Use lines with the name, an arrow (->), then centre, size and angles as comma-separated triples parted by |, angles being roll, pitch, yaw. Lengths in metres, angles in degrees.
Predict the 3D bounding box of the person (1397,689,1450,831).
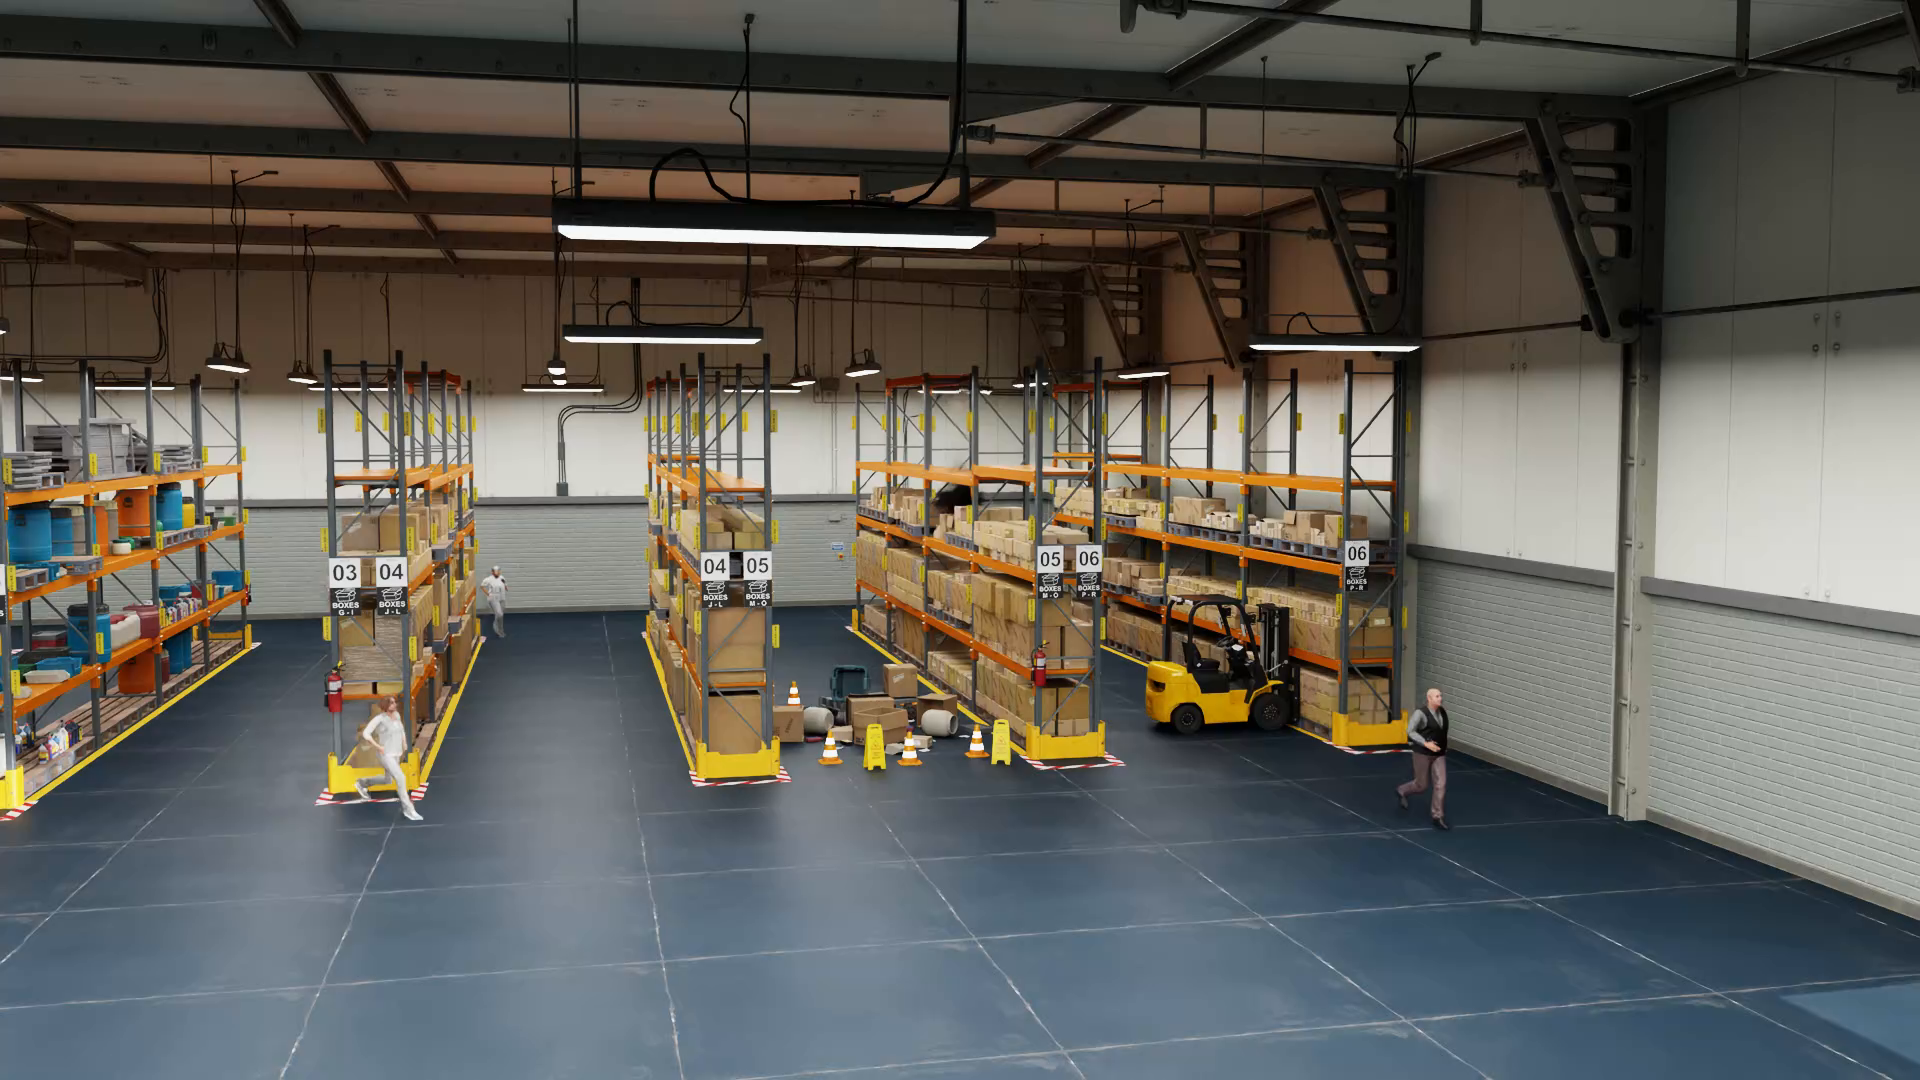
person -> 5.864, 2.703, 20.863 | 0.682, 1.716, 0.963 | -2, 4, -26

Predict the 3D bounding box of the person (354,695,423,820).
person -> -7.303, 2.757, 21.179 | 1.009, 1.587, 0.509 | 1, 4, 14

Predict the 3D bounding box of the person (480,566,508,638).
person -> -10.938, 1.464, 39.201 | 0.731, 1.725, 0.603 | 3, 5, 39
